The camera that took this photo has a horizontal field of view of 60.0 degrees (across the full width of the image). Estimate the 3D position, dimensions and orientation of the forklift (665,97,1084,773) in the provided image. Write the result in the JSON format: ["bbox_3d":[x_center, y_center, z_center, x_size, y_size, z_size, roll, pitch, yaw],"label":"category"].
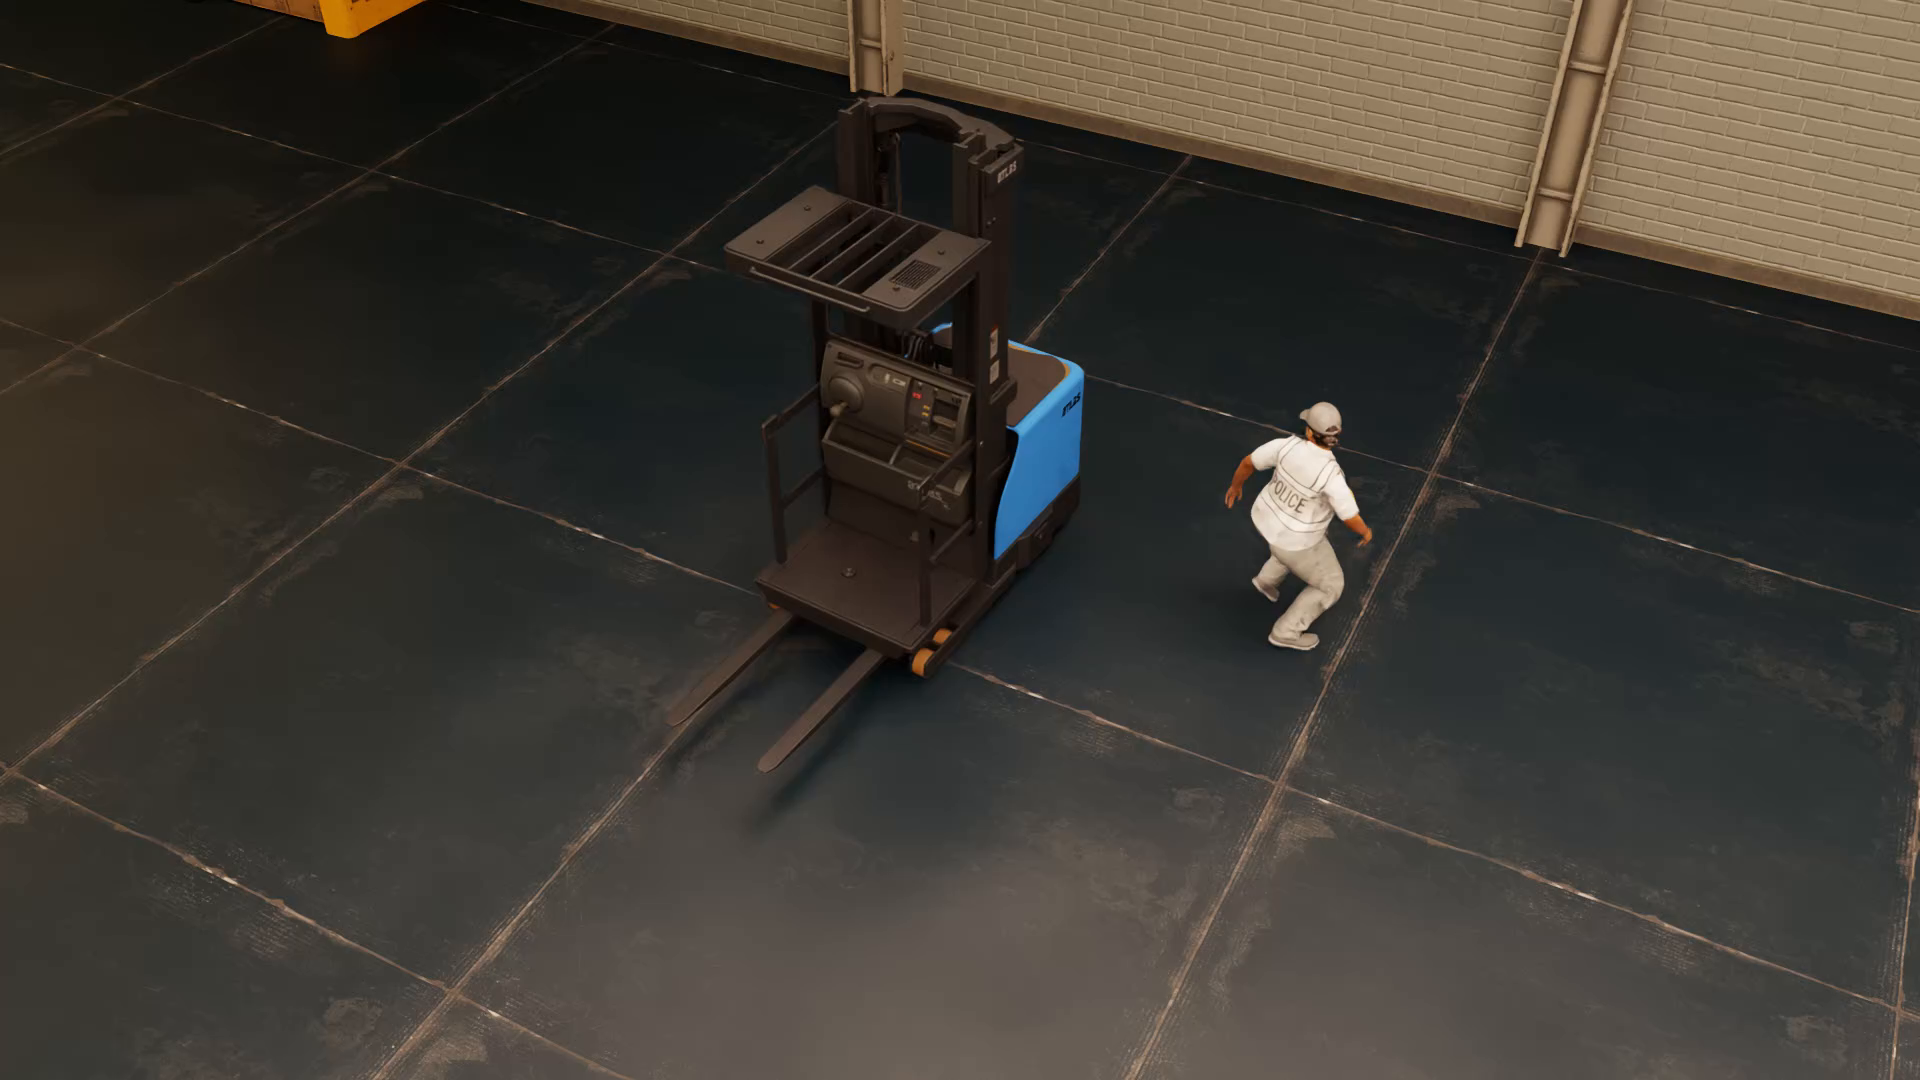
[{"bbox_3d":[-0.465,-0.697,8.814,1.130,2.935,3.031,22,45,24],"label":"forklift"}]

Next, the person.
[{"bbox_3d":[1.889,-0.099,9.169,0.619,1.583,0.706,-14,42,-17],"label":"person"}]
